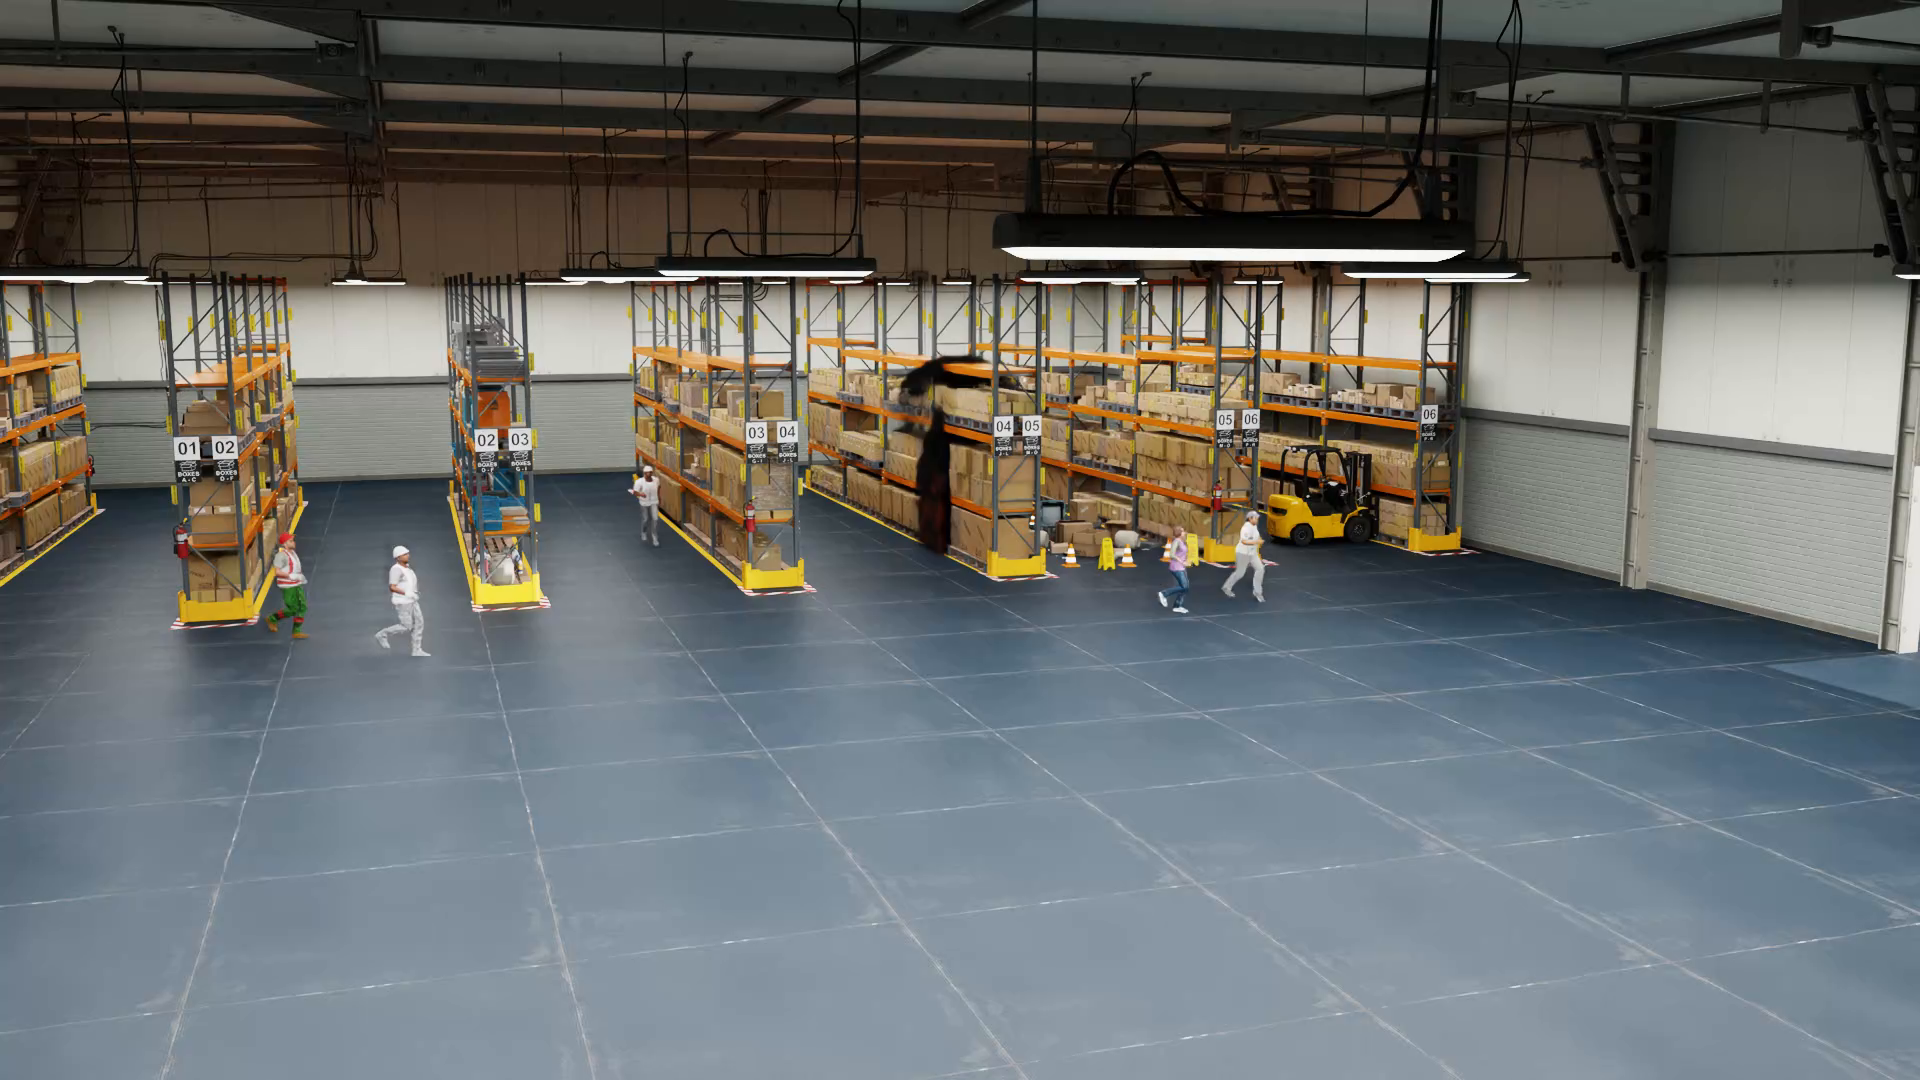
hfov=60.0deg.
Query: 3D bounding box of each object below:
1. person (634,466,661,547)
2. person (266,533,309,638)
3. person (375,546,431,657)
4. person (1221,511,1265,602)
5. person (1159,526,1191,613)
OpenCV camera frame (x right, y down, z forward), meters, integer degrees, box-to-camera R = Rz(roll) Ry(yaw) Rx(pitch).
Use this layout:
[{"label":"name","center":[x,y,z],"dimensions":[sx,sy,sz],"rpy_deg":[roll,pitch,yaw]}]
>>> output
[{"label":"person","center":[-7.013,-0.785,37.361],"dimensions":[0.640,1.796,0.890],"rpy_deg":[-3,9,-19]},{"label":"person","center":[-11.055,0.751,27.328],"dimensions":[0.714,1.749,0.653],"rpy_deg":[1,9,5]},{"label":"person","center":[-8.703,0.967,25.938],"dimensions":[0.841,1.771,0.681],"rpy_deg":[0,9,1]},{"label":"person","center":[5.251,0.301,30.724],"dimensions":[0.861,1.704,0.627],"rpy_deg":[6,10,32]},{"label":"person","center":[3.831,0.516,29.531],"dimensions":[0.557,1.553,0.530],"rpy_deg":[3,9,17]}]
